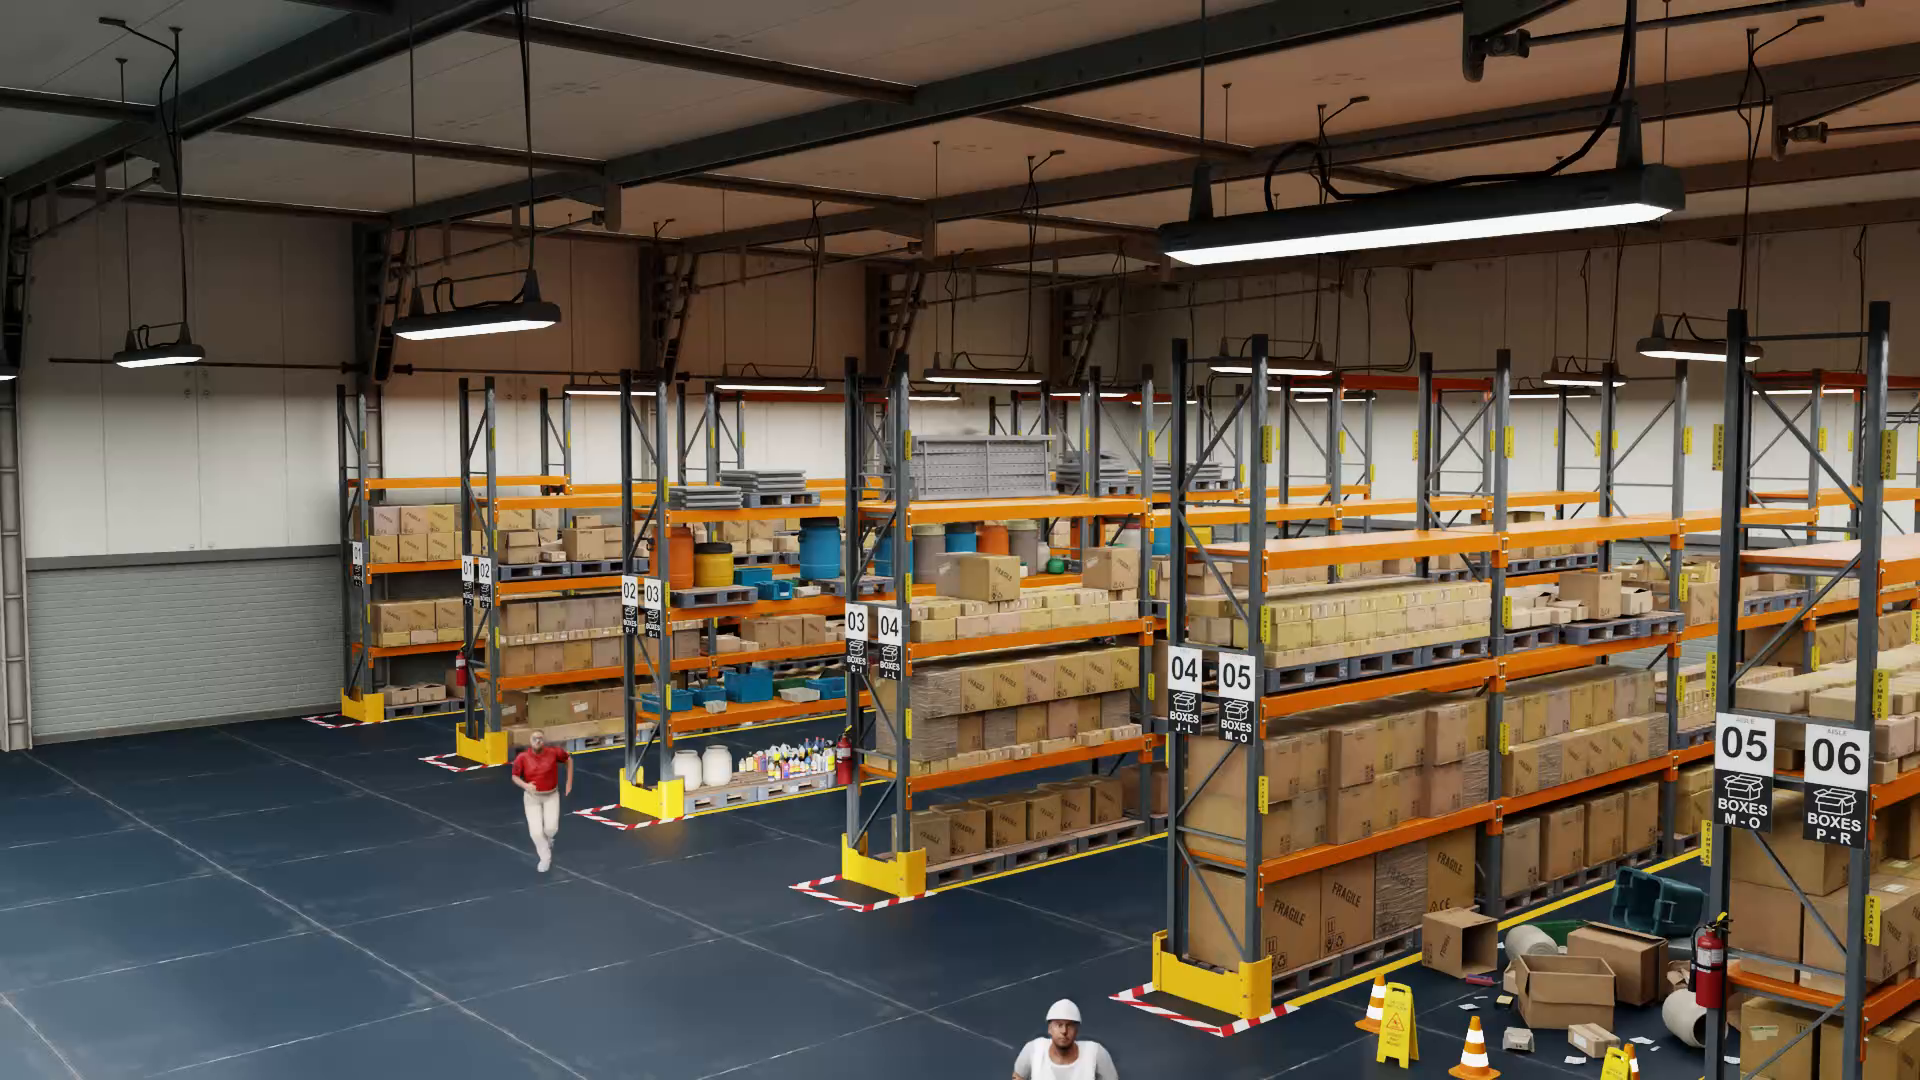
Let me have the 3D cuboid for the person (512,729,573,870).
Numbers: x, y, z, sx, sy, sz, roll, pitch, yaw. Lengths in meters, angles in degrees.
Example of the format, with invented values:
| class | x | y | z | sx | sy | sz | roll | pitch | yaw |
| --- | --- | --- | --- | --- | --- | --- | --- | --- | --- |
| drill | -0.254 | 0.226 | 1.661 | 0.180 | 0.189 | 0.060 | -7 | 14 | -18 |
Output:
| class | x | y | z | sx | sy | sz | roll | pitch | yaw |
| --- | --- | --- | --- | --- | --- | --- | --- | --- | --- |
| person | -4.899 | 3.055 | 19.542 | 0.706 | 1.680 | 0.672 | -1 | 4 | -15 |

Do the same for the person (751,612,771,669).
| class | x | y | z | sx | sy | sz | roll | pitch | yaw |
| --- | --- | --- | --- | --- | --- | --- | --- | --- | --- |
| person | -3.817 | 2.191 | 32.101 | 0.659 | 1.726 | 0.622 | 4 | 5 | 44 |

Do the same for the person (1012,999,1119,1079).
| class | x | y | z | sx | sy | sz | roll | pitch | yaw |
| --- | --- | --- | --- | --- | --- | --- | --- | --- | --- |
| person | 0.650 | 3.644 | 10.060 | 0.655 | 1.771 | 1.093 | 0 | 4 | 0 |
